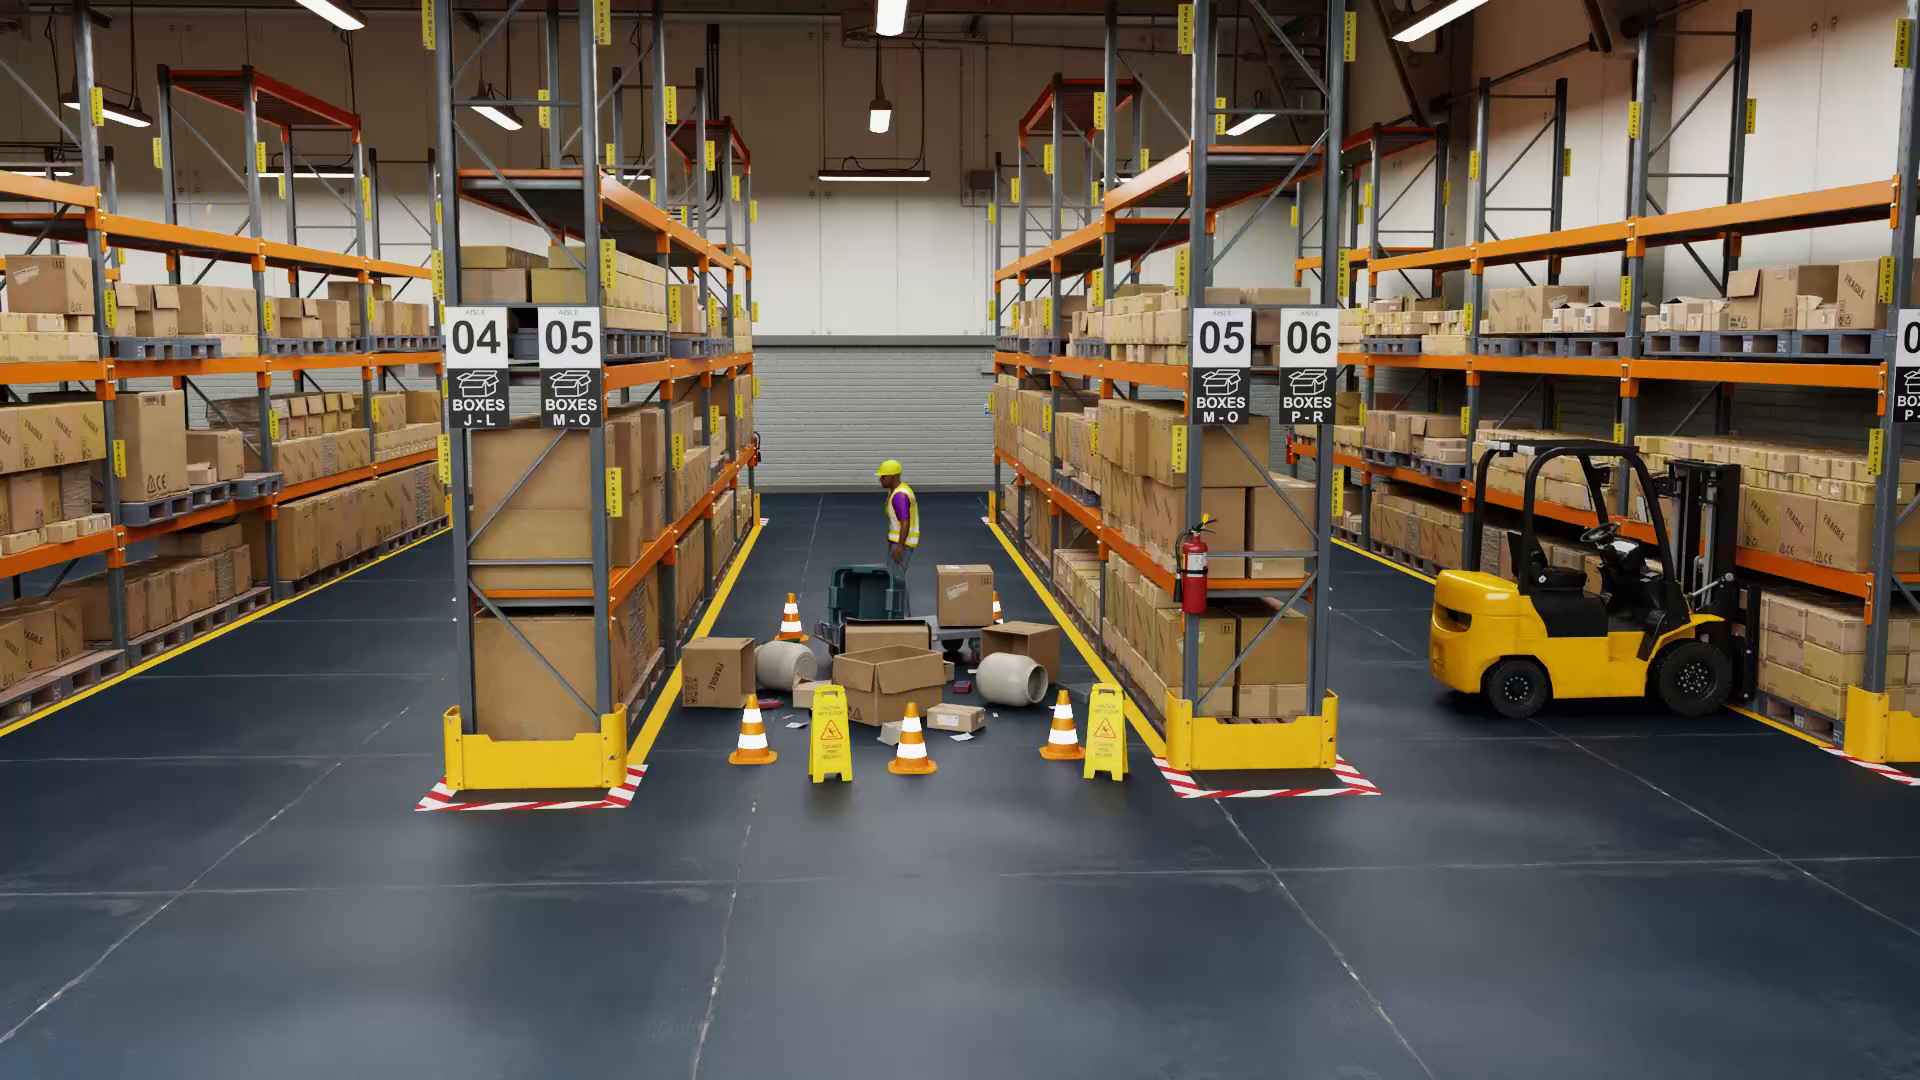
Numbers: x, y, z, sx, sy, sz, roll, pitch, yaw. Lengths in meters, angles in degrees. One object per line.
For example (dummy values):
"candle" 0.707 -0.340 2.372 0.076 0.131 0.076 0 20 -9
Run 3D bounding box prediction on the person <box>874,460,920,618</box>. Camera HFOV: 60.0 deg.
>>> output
"person" -0.658 0.041 17.330 0.462 1.759 0.627 -1 7 -7
